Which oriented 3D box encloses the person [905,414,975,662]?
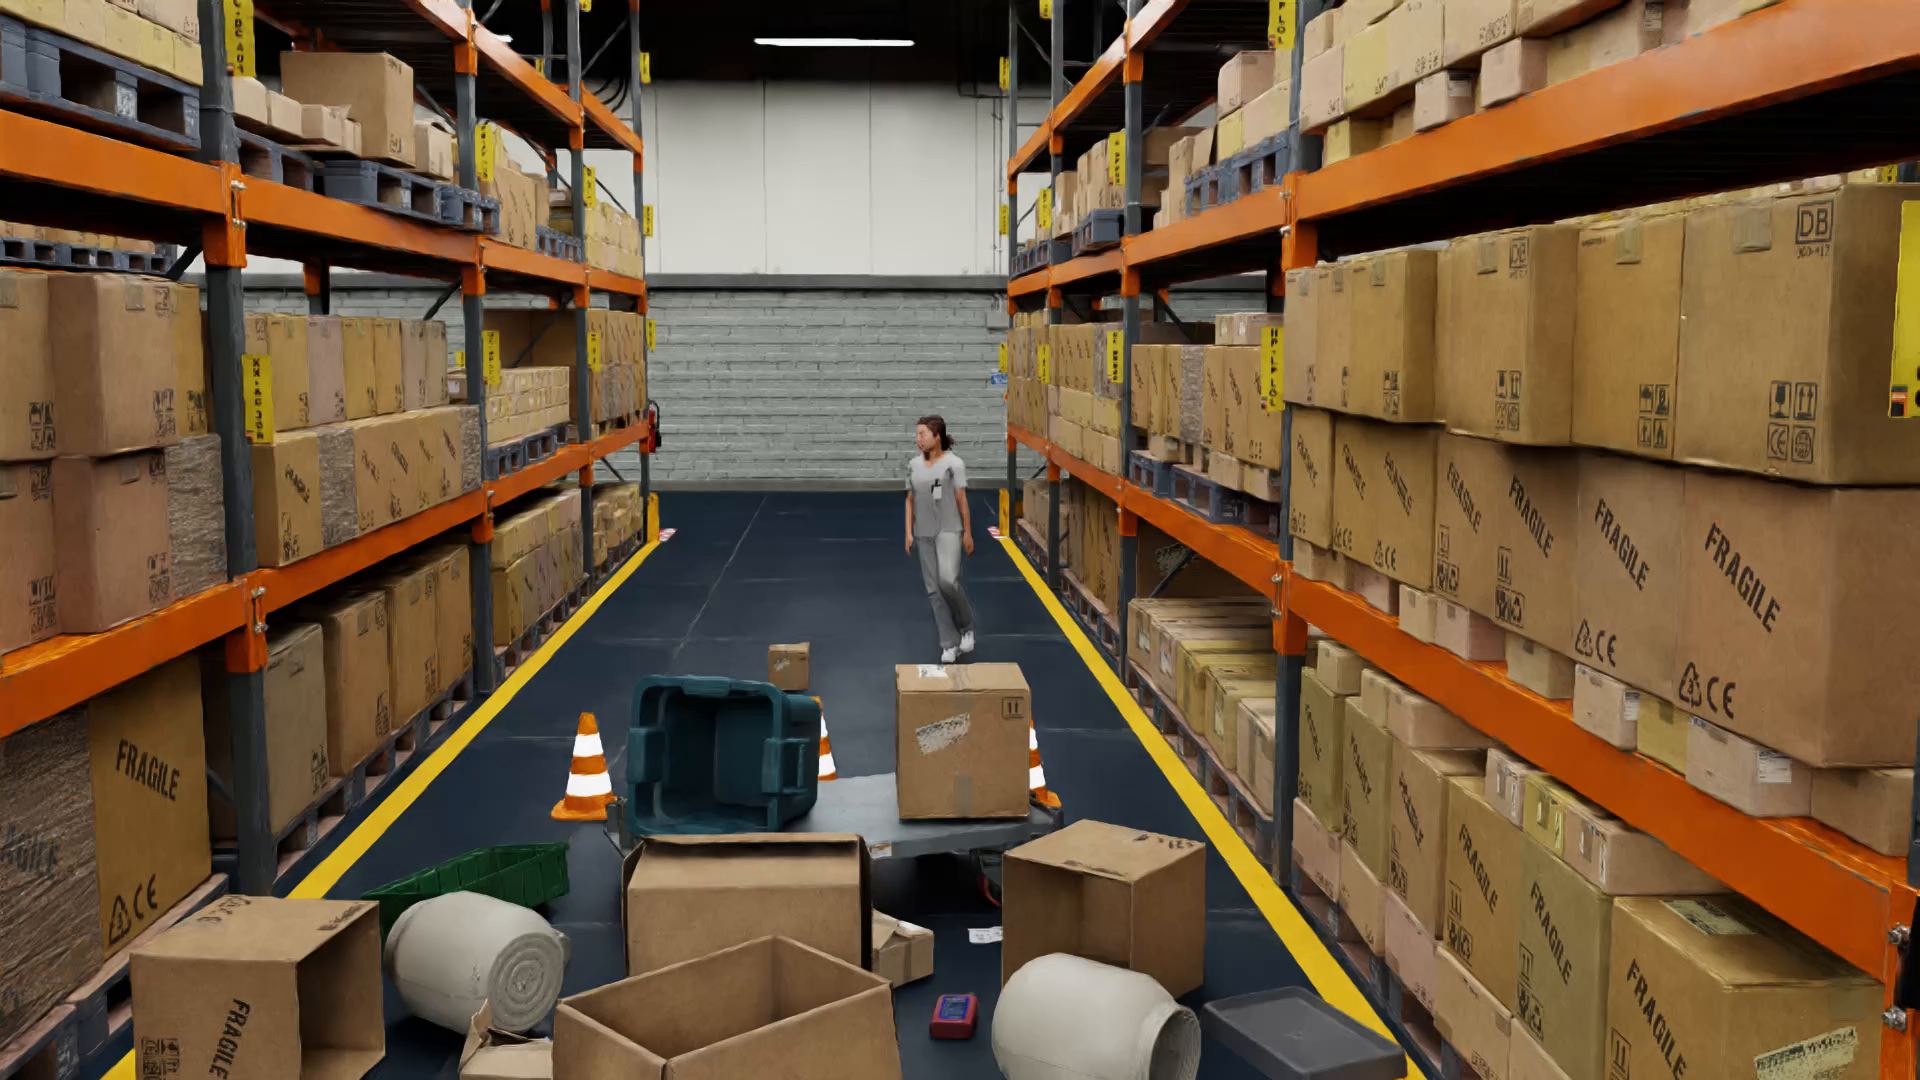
[{"bbox_3d":[-0.162,-0.001,11.237,0.515,1.643,0.461,3,8,25],"label":"person"}]
